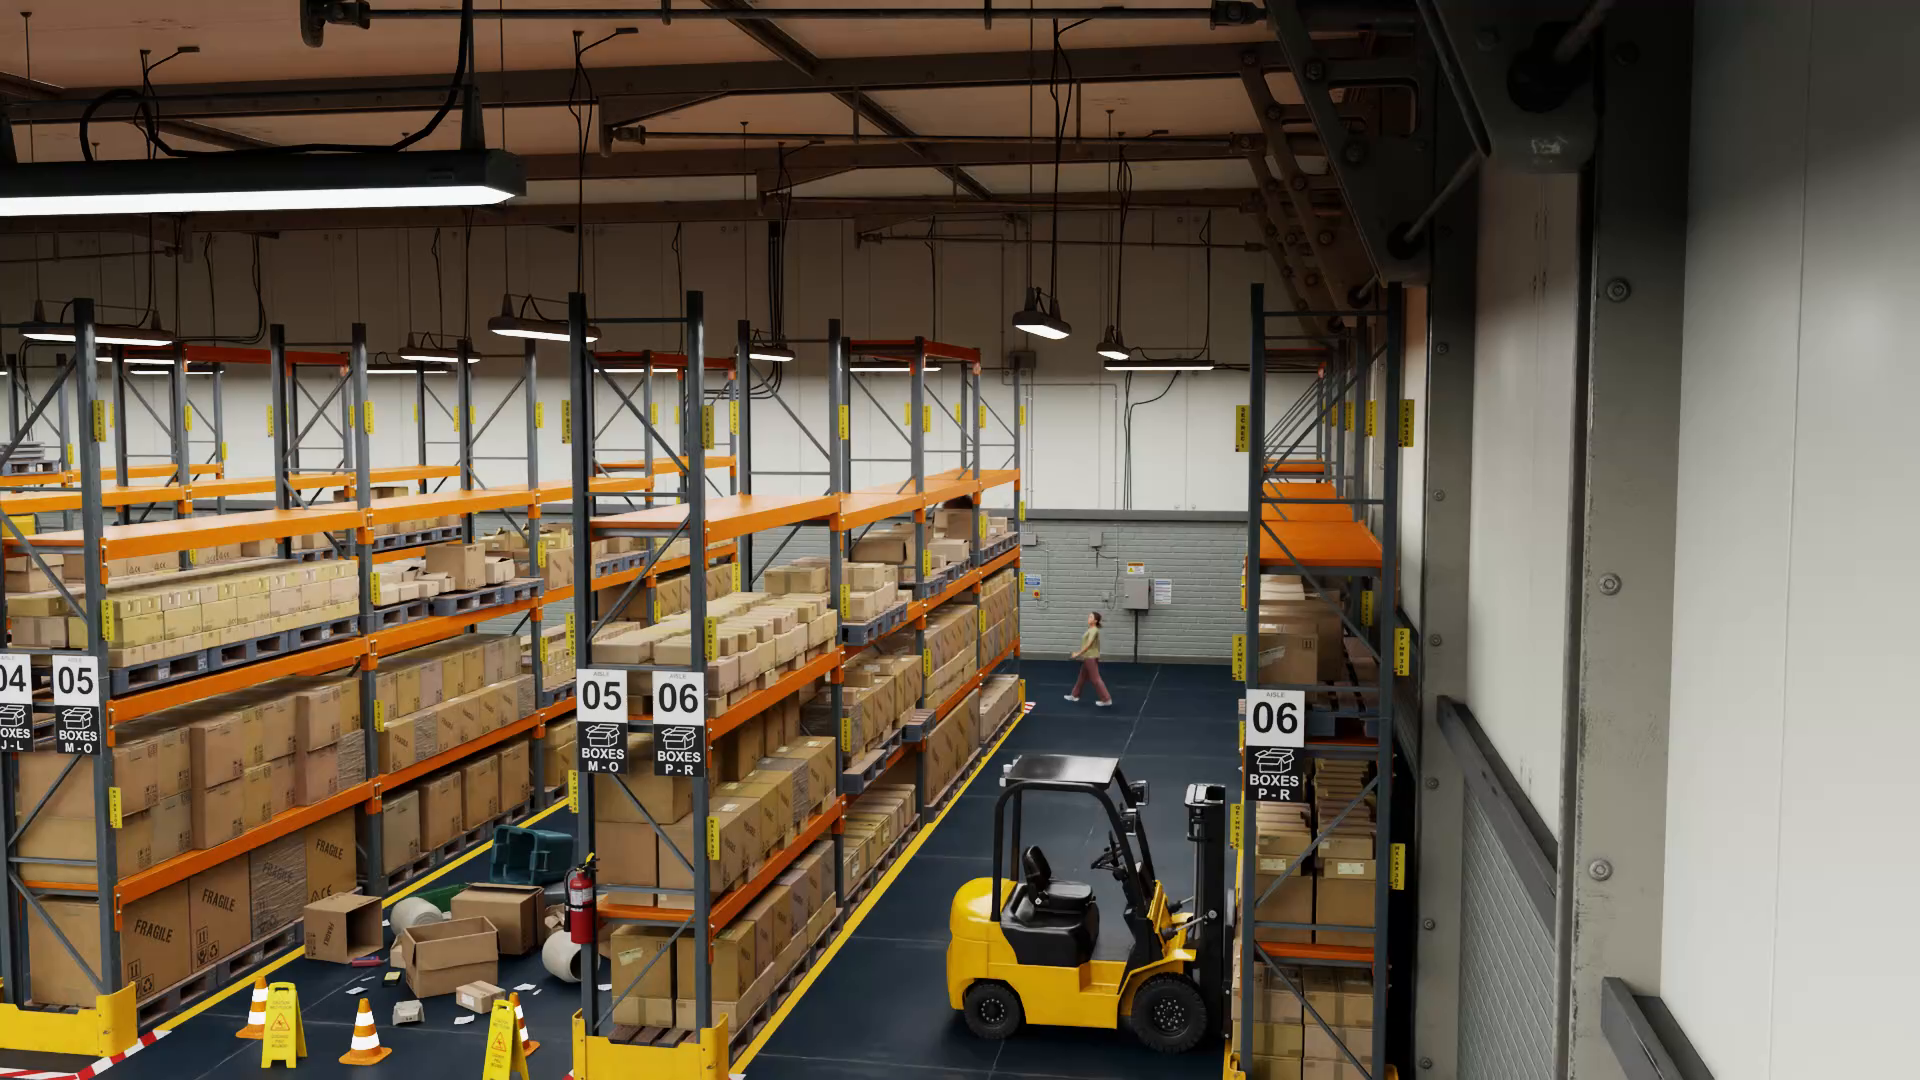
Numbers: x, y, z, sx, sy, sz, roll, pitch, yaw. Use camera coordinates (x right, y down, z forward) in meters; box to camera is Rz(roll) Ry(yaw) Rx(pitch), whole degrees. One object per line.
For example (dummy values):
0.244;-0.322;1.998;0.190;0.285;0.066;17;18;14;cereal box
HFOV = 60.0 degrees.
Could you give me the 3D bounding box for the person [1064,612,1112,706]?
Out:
2.162;2.028;28.606;1.030;1.591;0.620;3;6;36;person
